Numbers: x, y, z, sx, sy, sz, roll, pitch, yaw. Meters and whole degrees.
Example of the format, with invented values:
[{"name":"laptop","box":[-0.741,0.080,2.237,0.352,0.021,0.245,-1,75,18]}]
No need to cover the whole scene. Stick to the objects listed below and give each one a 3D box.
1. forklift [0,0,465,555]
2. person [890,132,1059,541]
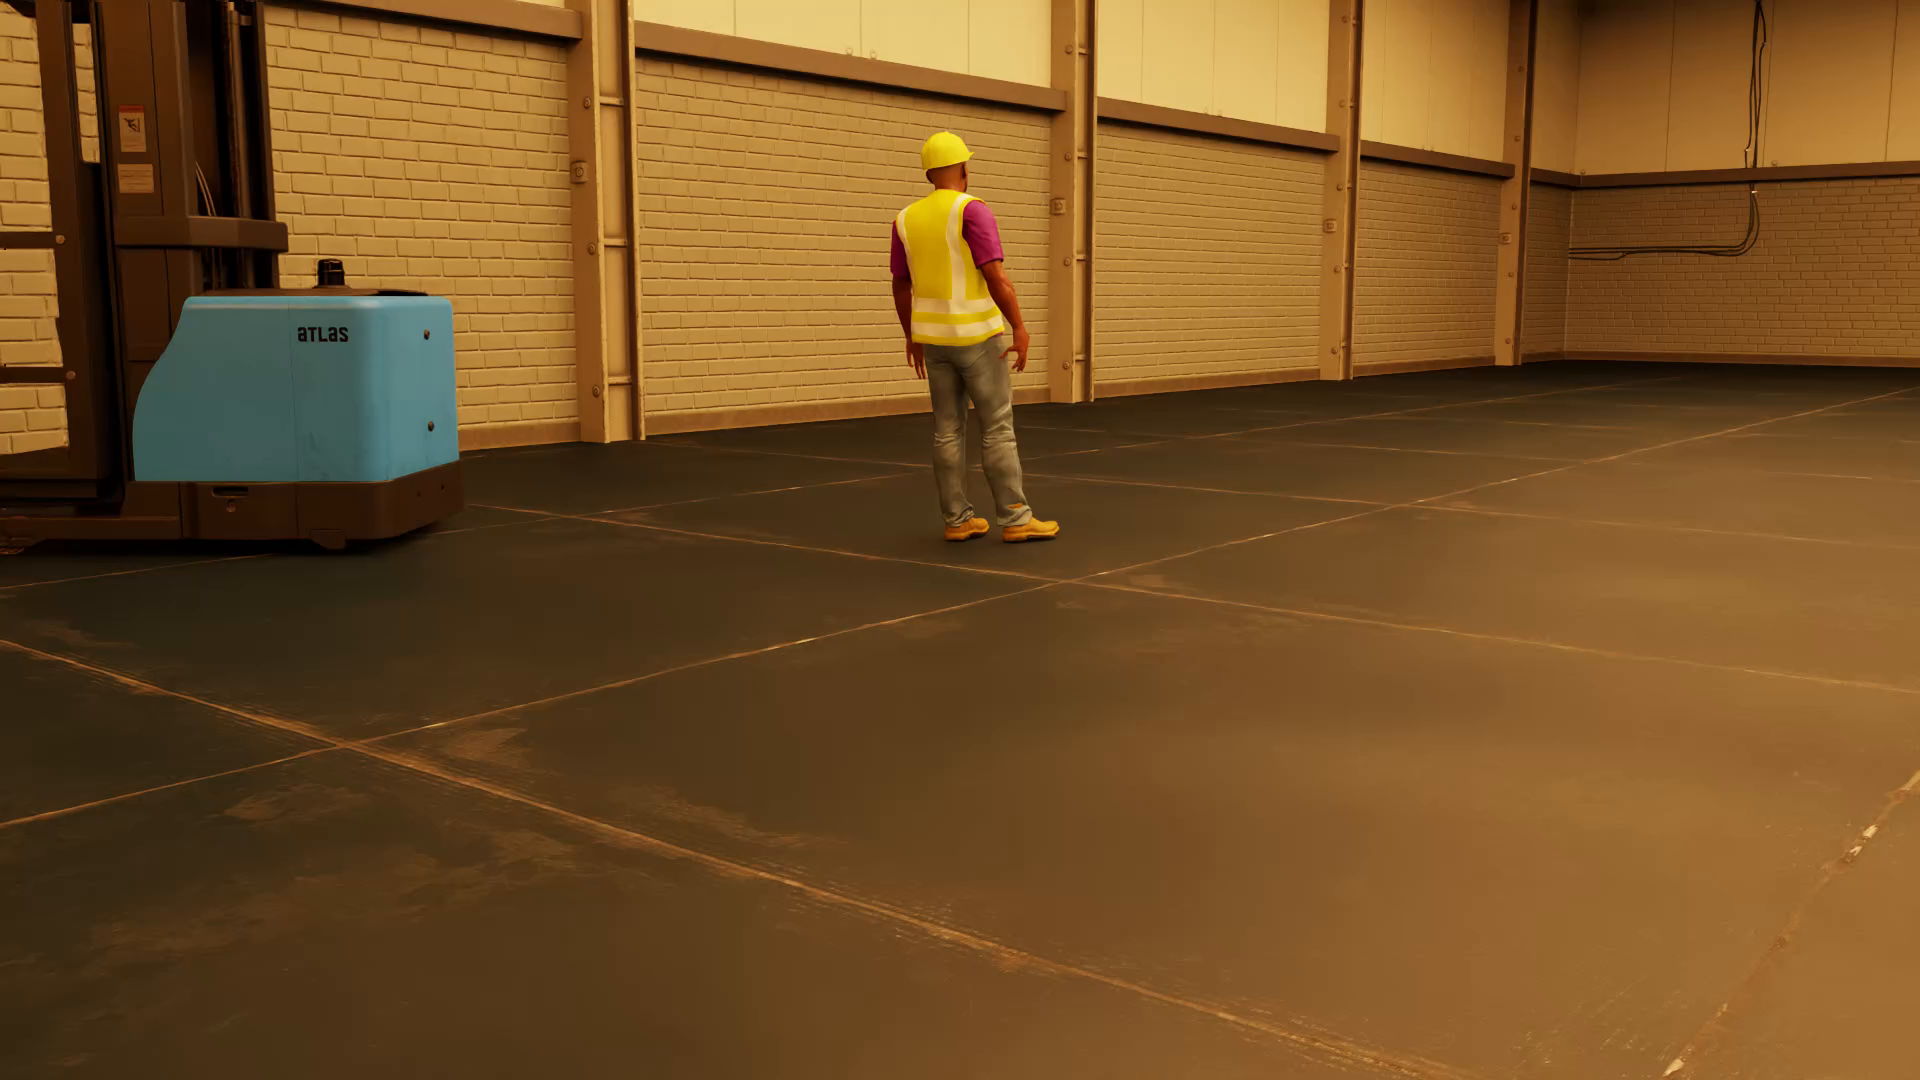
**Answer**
[{"name":"forklift","box":[-3.871,-1.463,7.282,3.031,2.935,1.130,0,8,2]},{"name":"person","box":[0.048,-0.888,7.327,0.666,1.768,0.575,7,11,38]}]
